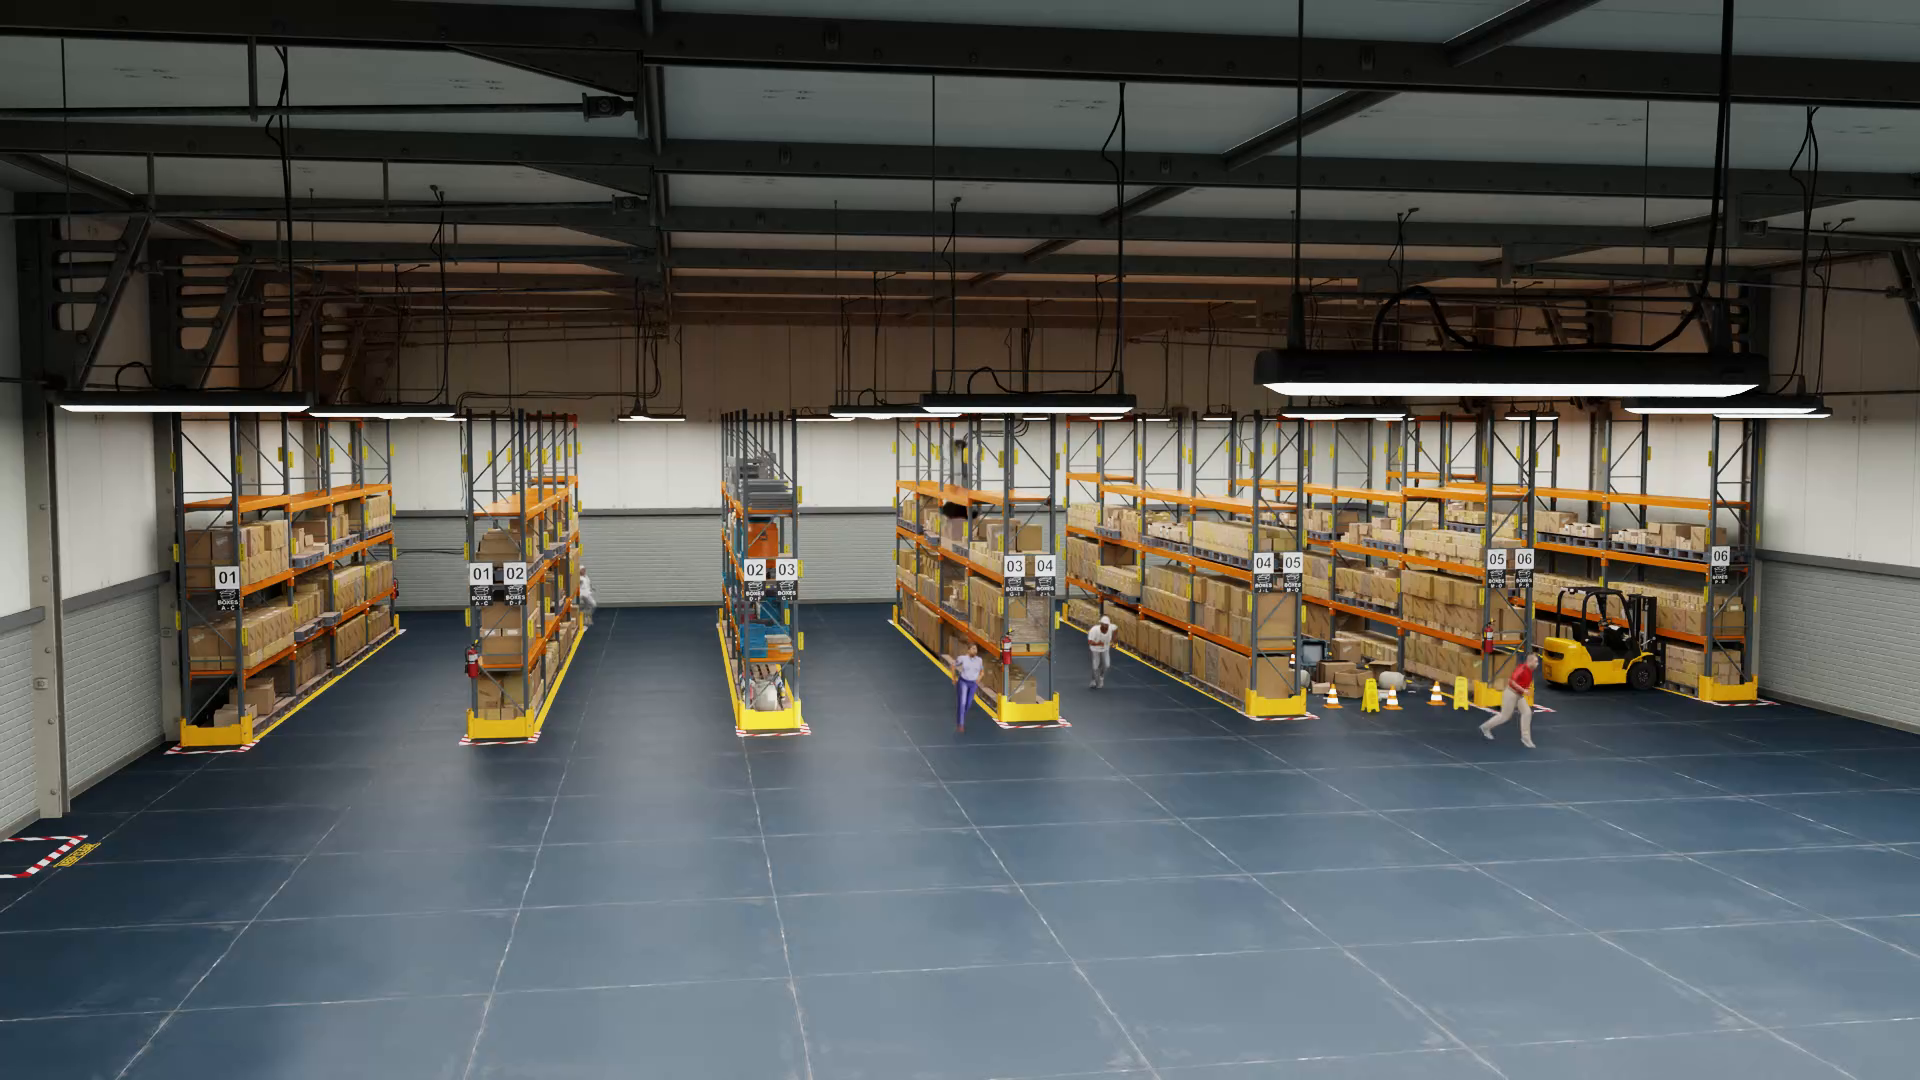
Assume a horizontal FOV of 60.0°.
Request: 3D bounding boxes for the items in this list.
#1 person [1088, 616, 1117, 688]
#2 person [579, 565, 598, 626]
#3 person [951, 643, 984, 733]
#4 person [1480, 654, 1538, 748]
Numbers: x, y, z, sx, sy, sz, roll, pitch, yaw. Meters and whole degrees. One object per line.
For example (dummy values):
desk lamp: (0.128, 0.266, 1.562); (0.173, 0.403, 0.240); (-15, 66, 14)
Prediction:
person: (3.075, 2.411, 35.929); (0.740, 1.604, 0.930); (-1, 4, -15)
person: (-10.612, 1.576, 47.219); (0.617, 1.761, 0.740); (0, 4, 3)
person: (0.150, 2.743, 31.178); (0.636, 1.614, 0.864); (-1, 4, -18)
person: (9.828, 2.853, 29.735); (1.020, 1.694, 0.703); (3, 5, 34)
